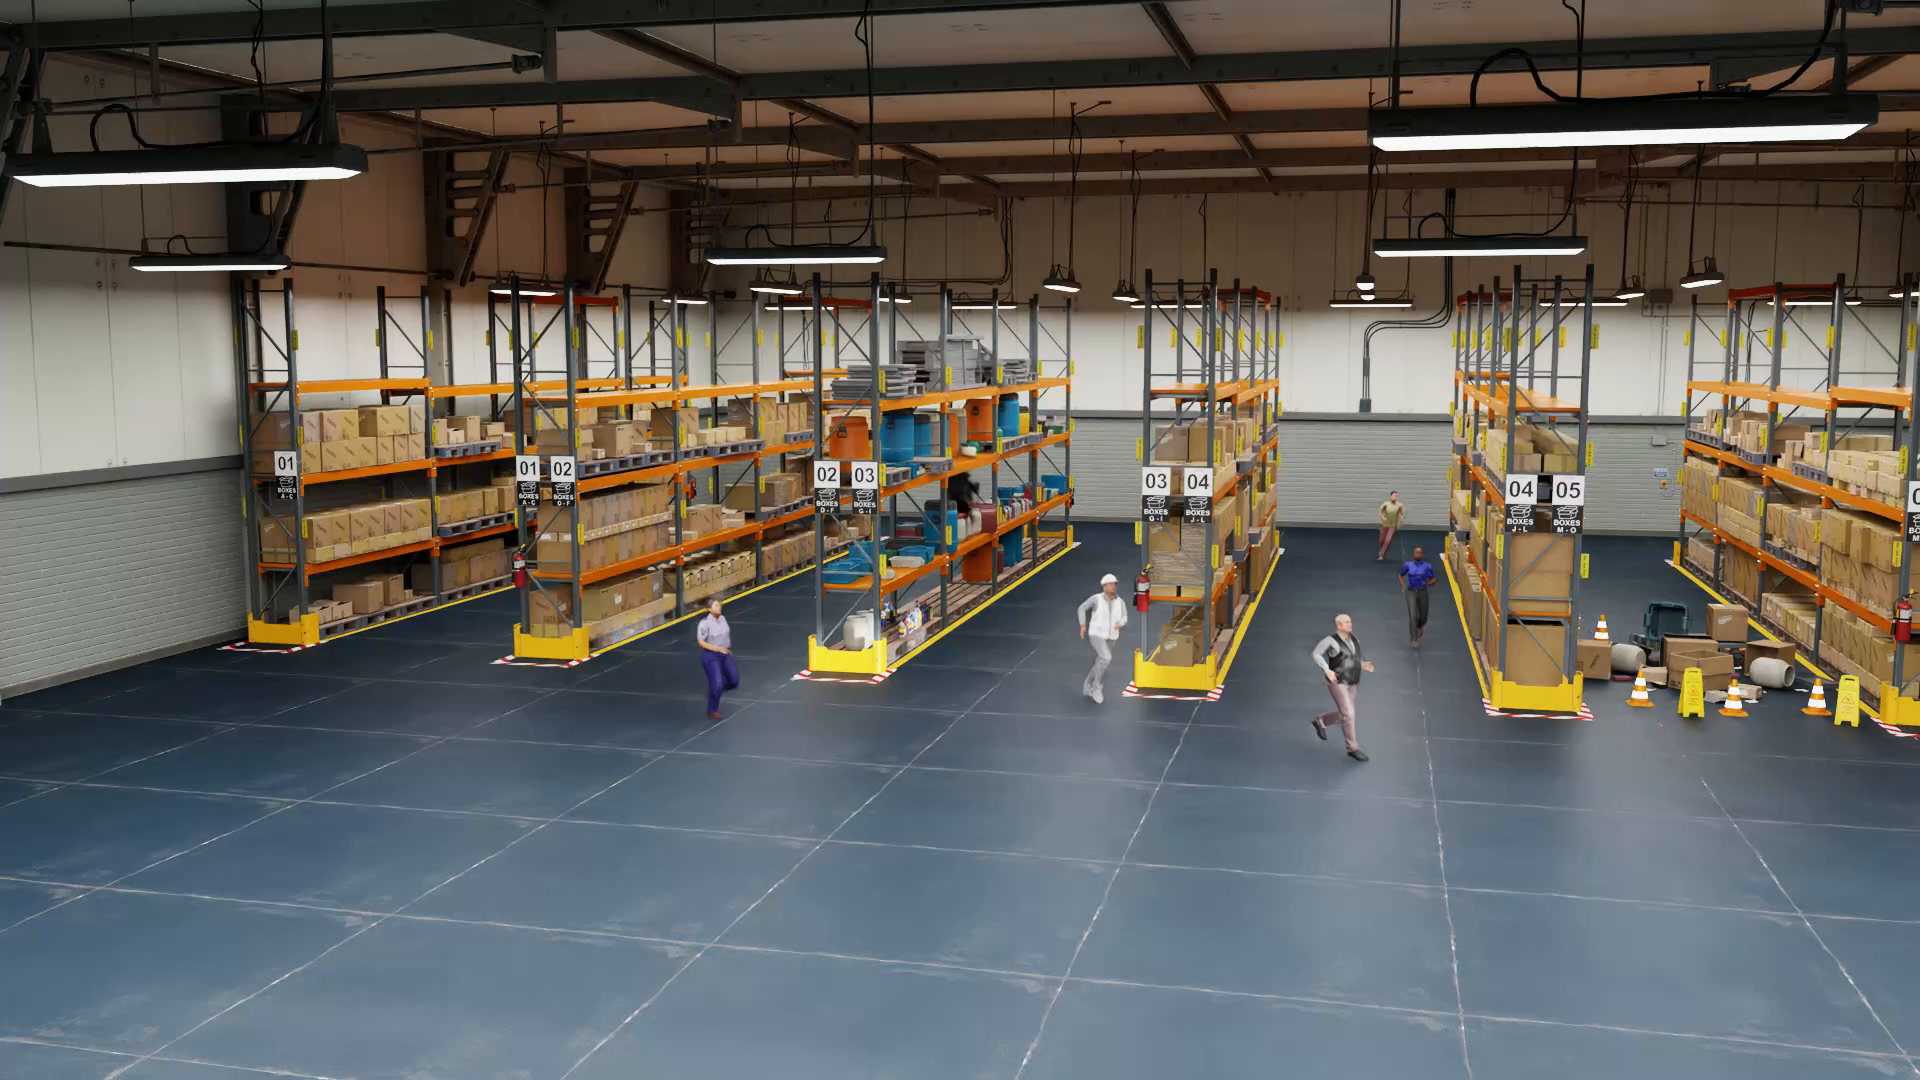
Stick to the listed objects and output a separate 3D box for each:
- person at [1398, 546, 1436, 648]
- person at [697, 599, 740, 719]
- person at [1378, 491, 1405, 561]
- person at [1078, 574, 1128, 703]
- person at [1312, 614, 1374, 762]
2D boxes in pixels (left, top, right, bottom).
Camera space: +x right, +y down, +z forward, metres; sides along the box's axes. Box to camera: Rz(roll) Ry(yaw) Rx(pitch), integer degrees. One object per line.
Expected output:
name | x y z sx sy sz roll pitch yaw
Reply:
person | 7.515 0.914 27.367 0.588 1.624 0.851 1 7 9
person | -3.225 1.574 22.146 0.574 1.599 0.629 5 8 36
person | 9.849 -0.334 37.987 0.588 1.598 0.666 2 7 19
person | 2.035 1.350 23.219 0.641 1.735 0.701 -3 7 -24
person | 4.607 1.751 20.122 0.663 1.727 0.928 -5 9 -38
